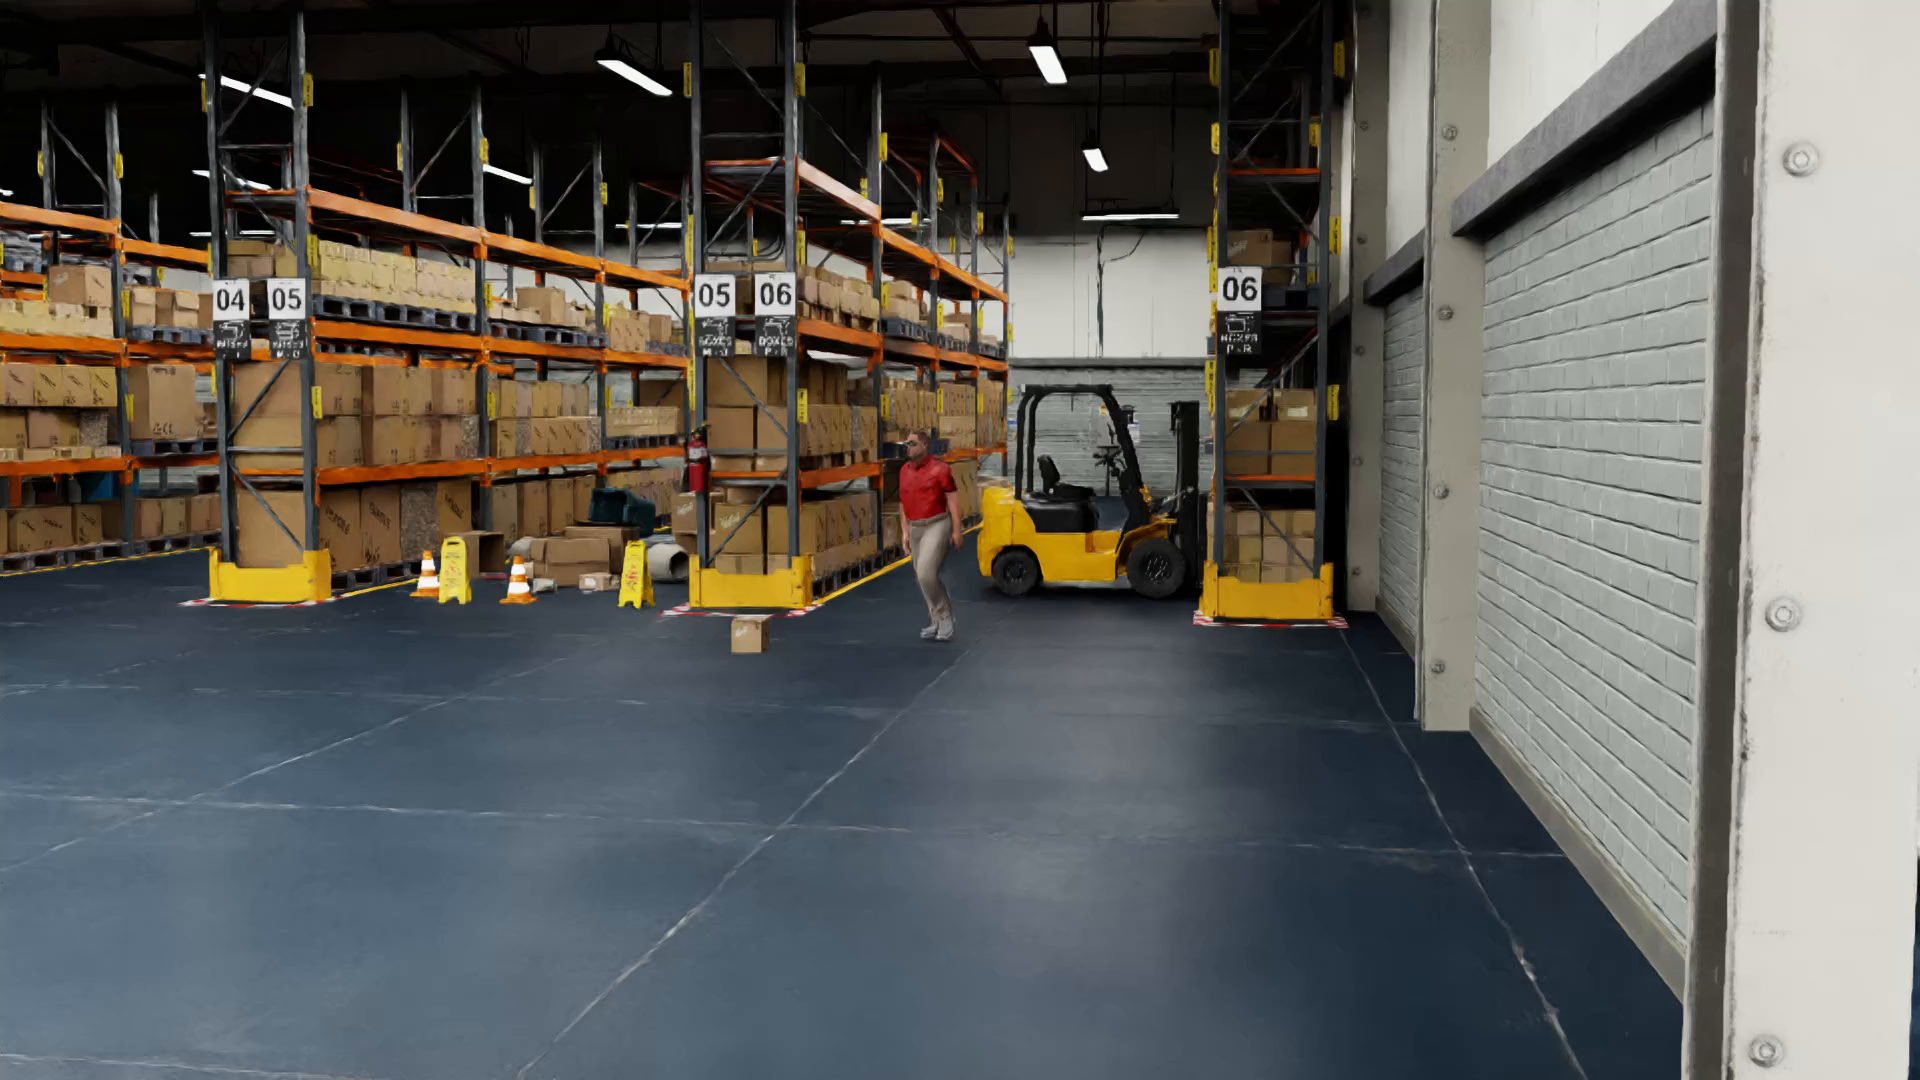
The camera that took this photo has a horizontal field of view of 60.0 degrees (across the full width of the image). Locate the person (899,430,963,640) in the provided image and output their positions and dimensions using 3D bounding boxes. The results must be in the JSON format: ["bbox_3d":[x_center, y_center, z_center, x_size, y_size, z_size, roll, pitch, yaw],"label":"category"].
[{"bbox_3d":[-0.264,-0.054,13.728,0.570,1.713,0.518,4,6,43],"label":"person"}]
